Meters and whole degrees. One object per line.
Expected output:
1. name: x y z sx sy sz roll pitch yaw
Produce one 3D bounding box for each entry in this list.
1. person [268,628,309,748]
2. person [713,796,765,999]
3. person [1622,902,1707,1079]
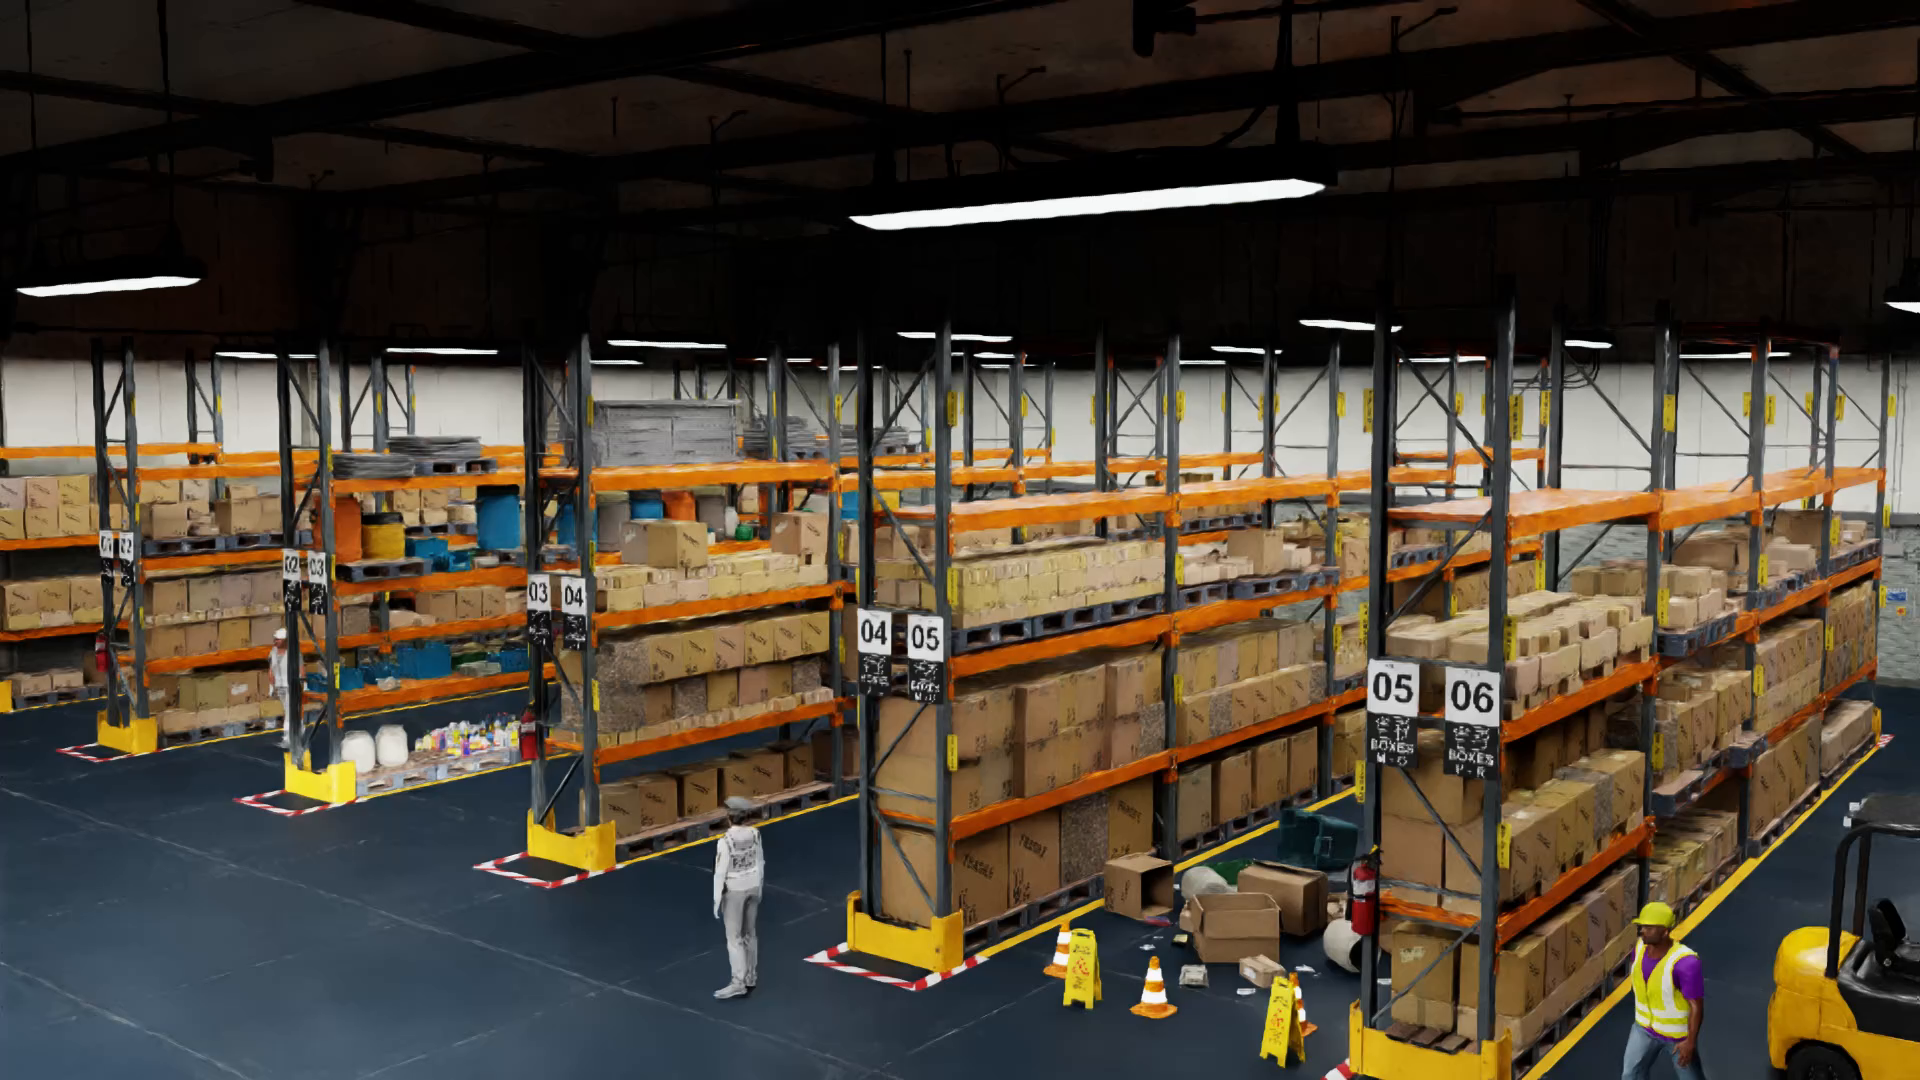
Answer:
1. person: -9.952 2.165 24.575 0.593 1.747 0.968 1 5 15
2. person: -1.936 3.072 14.401 0.378 1.667 0.587 4 7 41
3. person: 4.838 3.322 11.346 0.926 1.739 0.603 -3 6 -28
